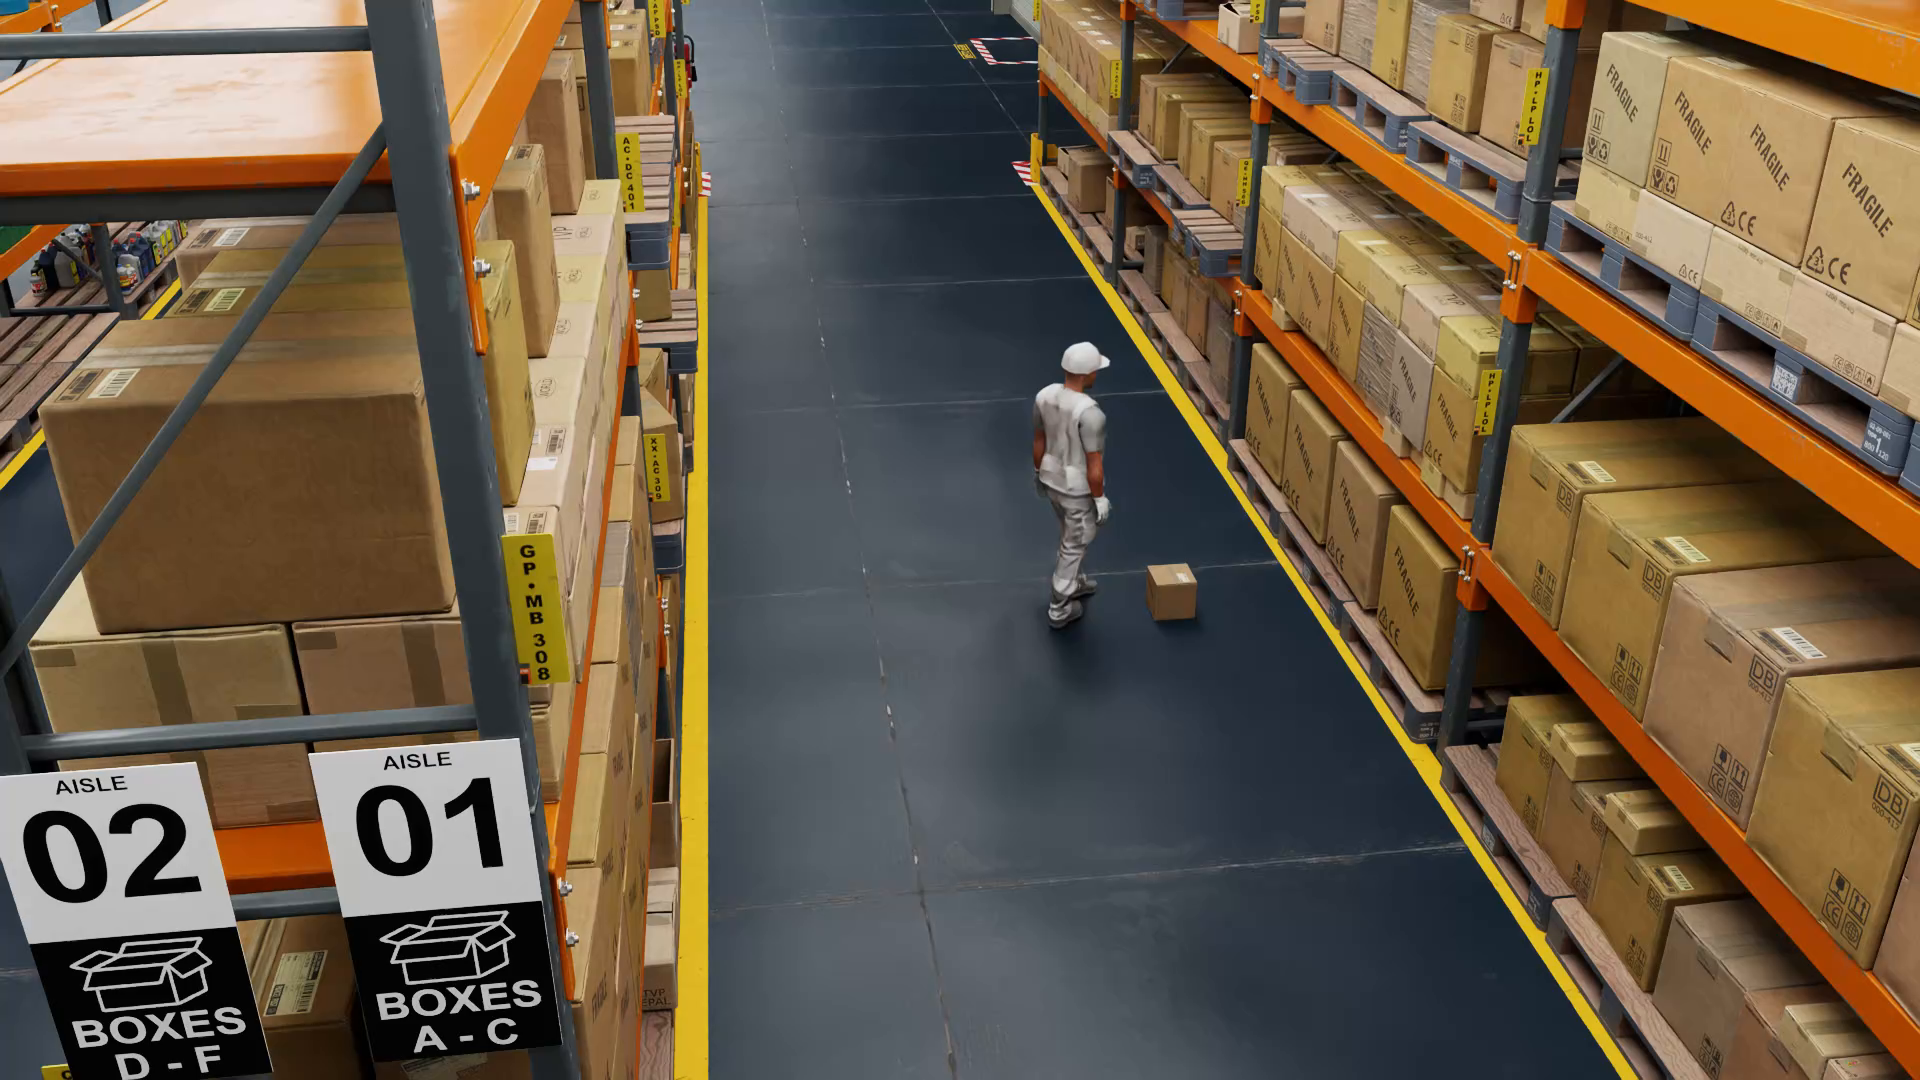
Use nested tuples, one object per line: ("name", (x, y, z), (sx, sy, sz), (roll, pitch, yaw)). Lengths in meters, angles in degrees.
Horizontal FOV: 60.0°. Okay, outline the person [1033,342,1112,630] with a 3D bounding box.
("person", (0.759, -0.349, 9.756), (0.587, 1.786, 0.572), (-20, 33, -34))
